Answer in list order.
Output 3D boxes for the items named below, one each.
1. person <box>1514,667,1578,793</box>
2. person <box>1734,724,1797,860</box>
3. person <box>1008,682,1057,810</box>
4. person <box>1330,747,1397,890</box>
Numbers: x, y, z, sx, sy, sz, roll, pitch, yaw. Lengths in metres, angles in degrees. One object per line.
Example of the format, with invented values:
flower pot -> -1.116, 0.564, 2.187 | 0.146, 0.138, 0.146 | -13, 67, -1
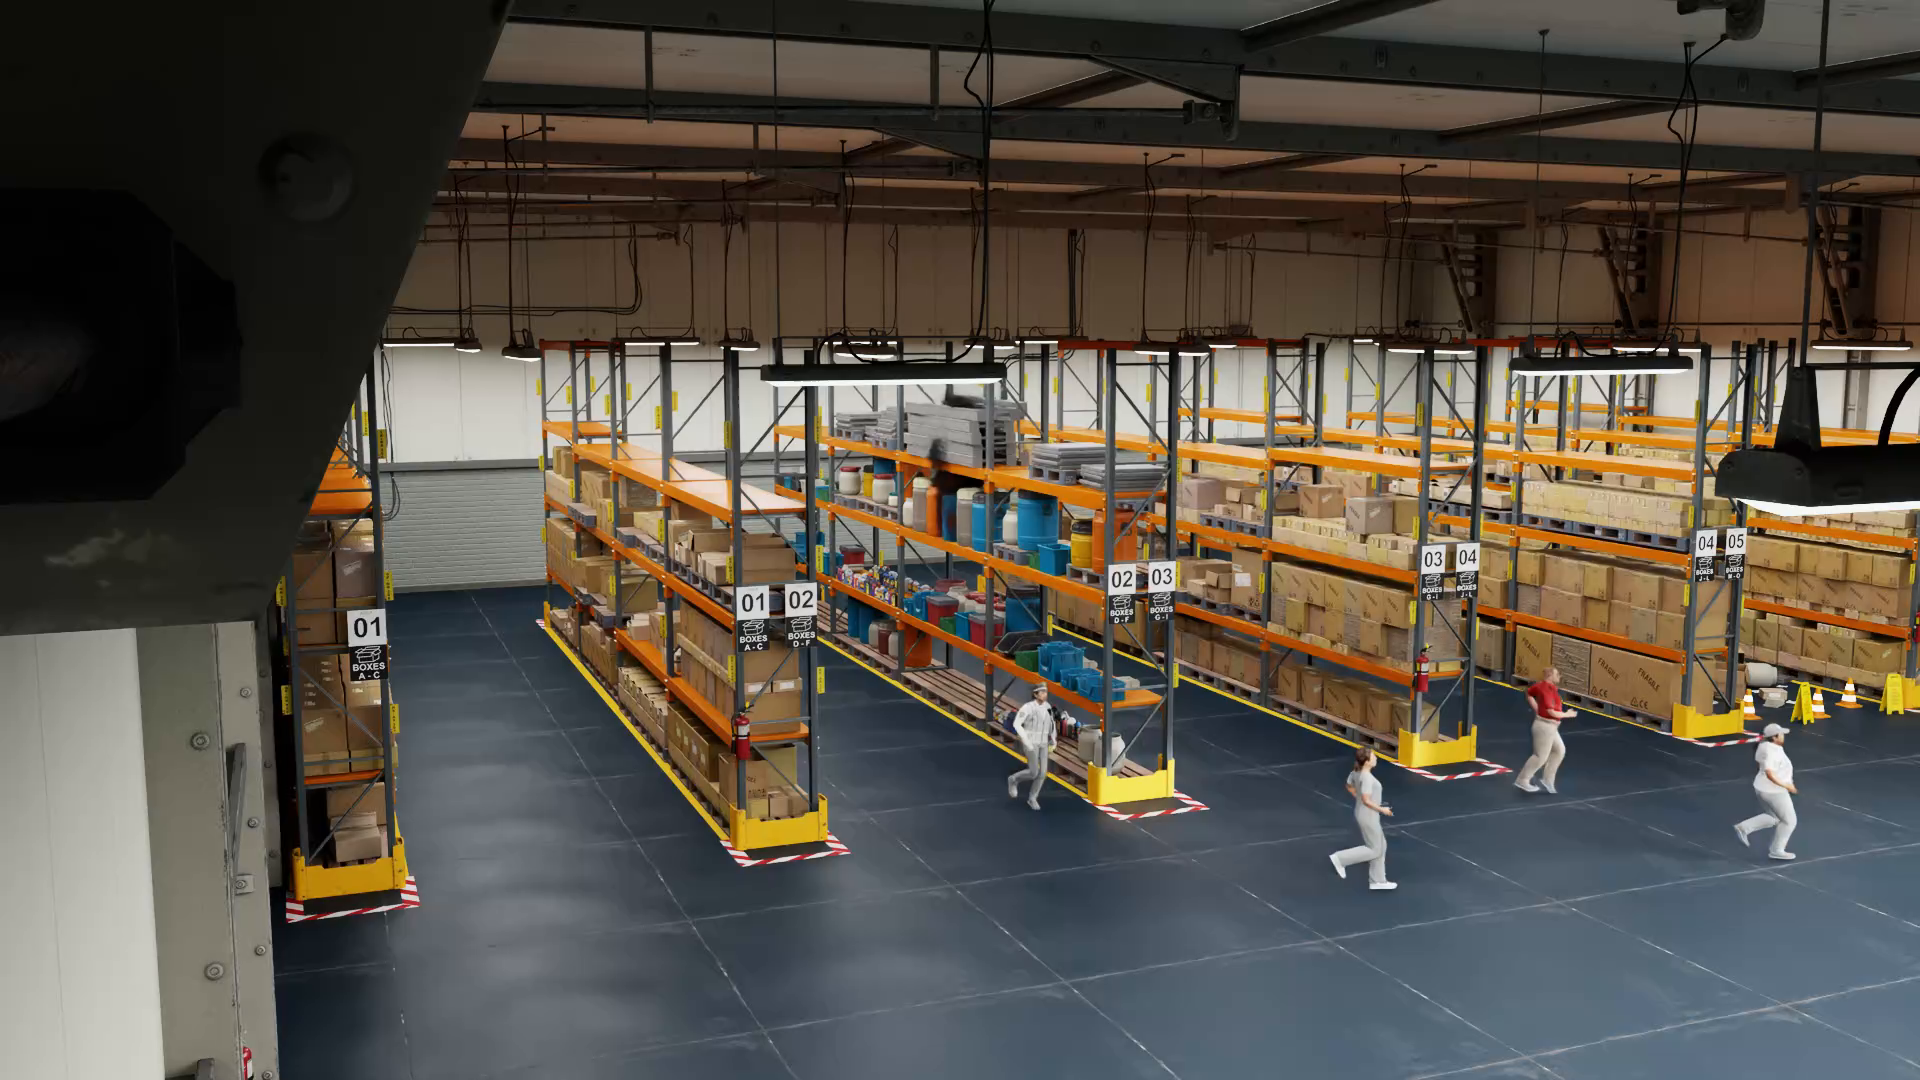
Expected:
person -> 7.906, 2.602, 22.432 | 0.772, 1.820, 0.682 | 2, 8, 14
person -> 9.596, 2.974, 19.720 | 0.664, 1.619, 0.611 | 1, 8, 9
person -> 0.991, 2.681, 21.980 | 0.646, 1.673, 0.564 | -6, 9, -37
person -> 4.515, 3.123, 18.609 | 0.776, 1.617, 0.565 | 0, 7, -2
